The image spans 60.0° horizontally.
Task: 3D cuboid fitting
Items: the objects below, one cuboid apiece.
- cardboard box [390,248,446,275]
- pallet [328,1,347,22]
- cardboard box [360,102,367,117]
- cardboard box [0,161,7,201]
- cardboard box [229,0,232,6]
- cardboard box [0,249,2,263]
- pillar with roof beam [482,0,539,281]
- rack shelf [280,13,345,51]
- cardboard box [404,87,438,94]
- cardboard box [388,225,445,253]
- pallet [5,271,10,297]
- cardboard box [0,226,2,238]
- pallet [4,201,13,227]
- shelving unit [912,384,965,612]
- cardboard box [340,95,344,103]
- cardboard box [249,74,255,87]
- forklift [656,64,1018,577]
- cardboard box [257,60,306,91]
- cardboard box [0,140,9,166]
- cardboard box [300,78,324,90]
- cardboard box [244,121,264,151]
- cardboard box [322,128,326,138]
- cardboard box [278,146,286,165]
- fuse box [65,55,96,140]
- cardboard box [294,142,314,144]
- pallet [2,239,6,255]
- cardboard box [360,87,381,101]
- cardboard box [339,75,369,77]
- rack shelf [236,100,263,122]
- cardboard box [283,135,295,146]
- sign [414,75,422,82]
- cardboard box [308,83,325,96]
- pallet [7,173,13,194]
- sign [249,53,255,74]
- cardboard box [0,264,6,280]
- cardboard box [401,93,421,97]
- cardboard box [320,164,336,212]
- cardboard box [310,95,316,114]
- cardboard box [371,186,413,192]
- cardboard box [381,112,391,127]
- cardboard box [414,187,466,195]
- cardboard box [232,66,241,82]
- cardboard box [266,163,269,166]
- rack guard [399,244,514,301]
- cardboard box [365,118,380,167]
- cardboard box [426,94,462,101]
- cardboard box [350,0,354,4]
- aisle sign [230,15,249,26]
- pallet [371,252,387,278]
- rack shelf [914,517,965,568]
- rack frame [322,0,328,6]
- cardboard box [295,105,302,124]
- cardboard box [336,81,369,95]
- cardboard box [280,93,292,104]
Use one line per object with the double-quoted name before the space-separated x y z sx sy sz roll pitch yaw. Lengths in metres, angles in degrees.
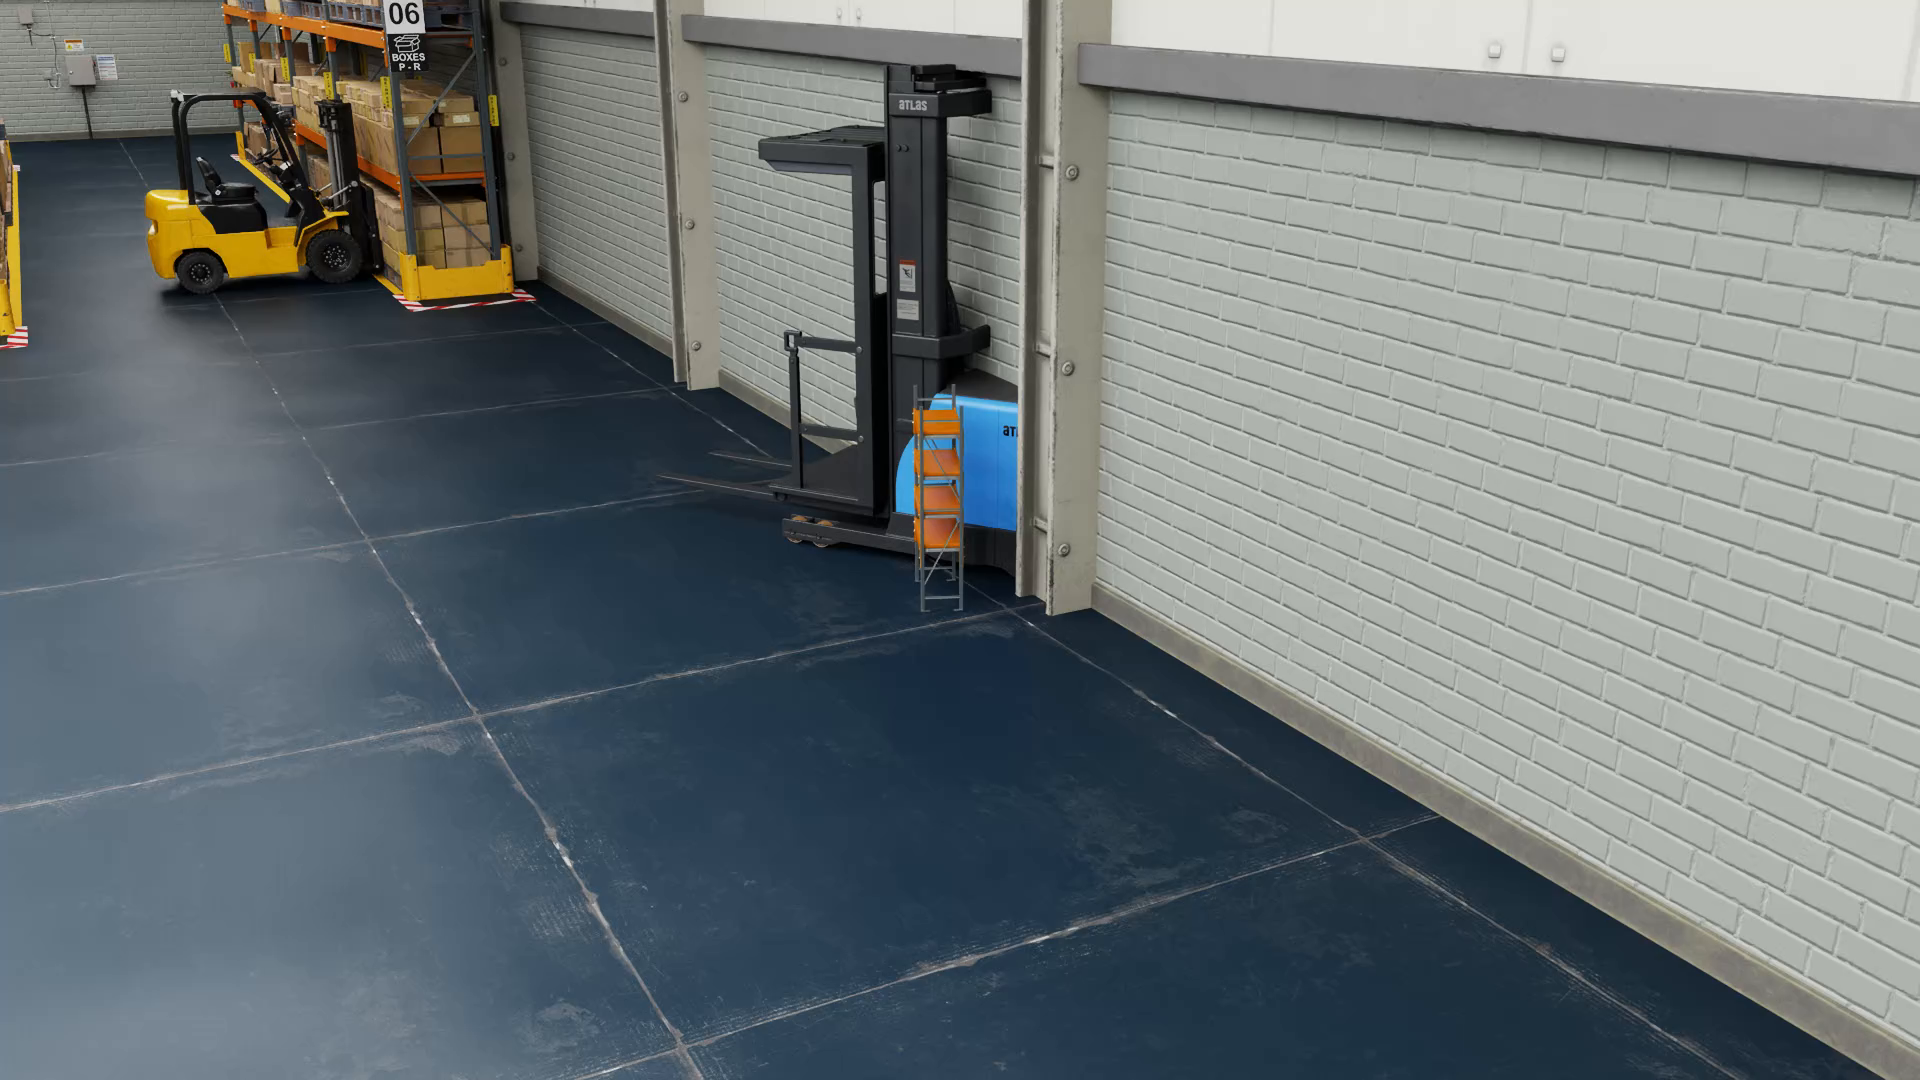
"cardboard box" -6.111 -3.160 18.763 0.500 0.250 0.500 -10 21 -26
"pallet" -7.081 -6.459 20.289 1.003 0.211 1.213 -10 21 -27
"cardboard box" -6.872 -5.099 19.661 0.380 0.149 0.250 -10 22 -28
"cardboard box" -14.450 -5.364 24.192 0.875 0.875 0.875 -10 21 -26
"cardboard box" -12.848 -9.631 29.731 0.380 0.149 0.250 -10 21 -27
"cardboard box" -10.611 -3.235 17.829 0.500 0.500 0.500 -10 21 -26
"pillar with roof beam" -8.936 -6.684 16.206 9.100 9.000 0.400 -10 21 -27
"rack shelf" -8.459 -6.976 22.753 1.077 0.370 4.000 -10 21 -27
"cardboard box" -6.419 -5.323 19.856 0.380 0.149 0.250 -9 21 -25
"cardboard box" -6.116 -3.402 18.697 0.500 0.250 0.500 -10 22 -27
"pallet" -10.942 -2.698 18.126 1.003 0.211 1.213 -10 21 -27
"cardboard box" -12.471 -3.866 20.622 0.950 0.372 0.625 -9 21 -23
"pallet" -14.083 -4.622 23.702 1.003 0.211 1.213 -10 21 -27
"shelving unit" -0.124 -0.242 9.495 0.258 1.200 0.503 -2 19 -5
"cardboard box" -7.589 -5.545 20.956 0.380 0.149 0.250 -10 22 -28
"cardboard box" -12.015 -7.940 28.817 0.500 0.250 0.500 -10 21 -26
"forklift" -0.557 -1.480 10.428 3.031 2.935 1.130 10 21 26
"cardboard box" -11.029 -7.544 27.098 0.700 0.500 0.500 -10 21 -26
"cardboard box" -16.730 -6.551 28.301 0.875 0.438 0.875 -9 21 -25
"cardboard box" -9.244 -6.543 23.846 0.380 0.149 0.250 -9 21 -25
"cardboard box" -13.000 -7.597 31.232 0.797 0.503 0.637 -11 22 -29
"cardboard box" -8.222 -5.501 22.203 0.500 0.250 0.500 -10 21 -27
"cardboard box" -10.782 -6.168 27.097 0.500 0.500 0.500 -11 22 -28
"fuse box" -18.354 -9.288 34.926 0.539 1.711 0.414 -10 21 -27
"cardboard box" -10.194 -6.137 26.012 0.380 0.149 0.250 -9 21 -25
"pallet" -12.247 -3.459 20.332 1.003 0.211 1.213 -10 21 -27
"cardboard box" -6.937 -5.323 19.856 0.380 0.149 0.250 -10 21 -27
"cardboard box" -8.853 -6.706 24.320 0.380 0.149 0.250 -9 21 -25
"rack shelf" -12.258 -7.854 29.898 1.077 0.370 4.000 -10 21 -27
"cardboard box" -10.812 -6.506 27.082 0.380 0.149 0.250 -10 21 -27
"sign" -7.021 -5.857 21.558 0.100 0.325 0.005 -10 21 -27
"cardboard box" -8.694 -6.168 22.759 0.380 0.149 0.250 -11 22 -28
"pallet" -15.967 -5.763 27.008 1.003 0.211 1.213 -10 21 -27
"sign" -11.782 -7.943 27.726 0.100 0.325 0.005 -10 21 -27
"cardboard box" -10.352 -2.726 17.506 0.500 0.250 0.500 -9 21 -25
"cardboard box" -6.310 -4.960 18.804 0.380 0.149 0.250 -10 21 -26
"cardboard box" -8.487 -4.987 23.483 0.875 0.625 0.625 -11 22 -29
"cardboard box" -8.679 -6.033 22.979 0.500 0.250 0.500 -10 21 -26
"cardboard box" -6.833 -4.066 19.856 0.500 0.250 0.500 -10 22 -28
"cardboard box" -6.168 -4.654 18.373 0.380 0.149 0.250 -10 21 -26
"cardboard box" -6.140 -4.002 19.670 0.500 0.250 0.500 -10 21 -27
"cardboard box" -13.229 -8.666 30.922 0.500 0.250 0.500 -10 21 -26
"cardboard box" -11.831 -6.586 28.845 0.380 0.149 0.250 -11 22 -28
"rack guard" -5.598 -2.987 18.521 1.175 0.500 0.348 -10 21 -27
"cardboard box" -6.556 -4.621 19.271 0.500 0.500 0.500 -10 22 -28
"cardboard box" -5.813 -4.954 18.784 0.380 0.149 0.250 -10 21 -26
"cardboard box" -6.677 -6.461 19.202 0.797 0.503 0.637 -9 21 -25
"aisle sign" -13.498 -9.972 30.945 0.394 0.787 0.004 -10 21 -27
"pallet" -6.585 -3.420 20.220 1.003 0.211 1.213 -10 21 -27
"rack shelf" -0.124 0.009 9.581 0.258 0.148 0.480 -2 19 -5
"rack frame" -7.509 -8.160 20.483 1.000 3.000 0.127 -10 21 -27
"cardboard box" -9.413 -6.236 24.335 0.500 0.250 0.500 -10 21 -26
"cardboard box" -7.619 -5.681 20.892 0.380 0.149 0.250 -10 21 -26
"cardboard box" -10.058 -6.681 25.136 0.380 0.149 0.250 -10 21 -26
